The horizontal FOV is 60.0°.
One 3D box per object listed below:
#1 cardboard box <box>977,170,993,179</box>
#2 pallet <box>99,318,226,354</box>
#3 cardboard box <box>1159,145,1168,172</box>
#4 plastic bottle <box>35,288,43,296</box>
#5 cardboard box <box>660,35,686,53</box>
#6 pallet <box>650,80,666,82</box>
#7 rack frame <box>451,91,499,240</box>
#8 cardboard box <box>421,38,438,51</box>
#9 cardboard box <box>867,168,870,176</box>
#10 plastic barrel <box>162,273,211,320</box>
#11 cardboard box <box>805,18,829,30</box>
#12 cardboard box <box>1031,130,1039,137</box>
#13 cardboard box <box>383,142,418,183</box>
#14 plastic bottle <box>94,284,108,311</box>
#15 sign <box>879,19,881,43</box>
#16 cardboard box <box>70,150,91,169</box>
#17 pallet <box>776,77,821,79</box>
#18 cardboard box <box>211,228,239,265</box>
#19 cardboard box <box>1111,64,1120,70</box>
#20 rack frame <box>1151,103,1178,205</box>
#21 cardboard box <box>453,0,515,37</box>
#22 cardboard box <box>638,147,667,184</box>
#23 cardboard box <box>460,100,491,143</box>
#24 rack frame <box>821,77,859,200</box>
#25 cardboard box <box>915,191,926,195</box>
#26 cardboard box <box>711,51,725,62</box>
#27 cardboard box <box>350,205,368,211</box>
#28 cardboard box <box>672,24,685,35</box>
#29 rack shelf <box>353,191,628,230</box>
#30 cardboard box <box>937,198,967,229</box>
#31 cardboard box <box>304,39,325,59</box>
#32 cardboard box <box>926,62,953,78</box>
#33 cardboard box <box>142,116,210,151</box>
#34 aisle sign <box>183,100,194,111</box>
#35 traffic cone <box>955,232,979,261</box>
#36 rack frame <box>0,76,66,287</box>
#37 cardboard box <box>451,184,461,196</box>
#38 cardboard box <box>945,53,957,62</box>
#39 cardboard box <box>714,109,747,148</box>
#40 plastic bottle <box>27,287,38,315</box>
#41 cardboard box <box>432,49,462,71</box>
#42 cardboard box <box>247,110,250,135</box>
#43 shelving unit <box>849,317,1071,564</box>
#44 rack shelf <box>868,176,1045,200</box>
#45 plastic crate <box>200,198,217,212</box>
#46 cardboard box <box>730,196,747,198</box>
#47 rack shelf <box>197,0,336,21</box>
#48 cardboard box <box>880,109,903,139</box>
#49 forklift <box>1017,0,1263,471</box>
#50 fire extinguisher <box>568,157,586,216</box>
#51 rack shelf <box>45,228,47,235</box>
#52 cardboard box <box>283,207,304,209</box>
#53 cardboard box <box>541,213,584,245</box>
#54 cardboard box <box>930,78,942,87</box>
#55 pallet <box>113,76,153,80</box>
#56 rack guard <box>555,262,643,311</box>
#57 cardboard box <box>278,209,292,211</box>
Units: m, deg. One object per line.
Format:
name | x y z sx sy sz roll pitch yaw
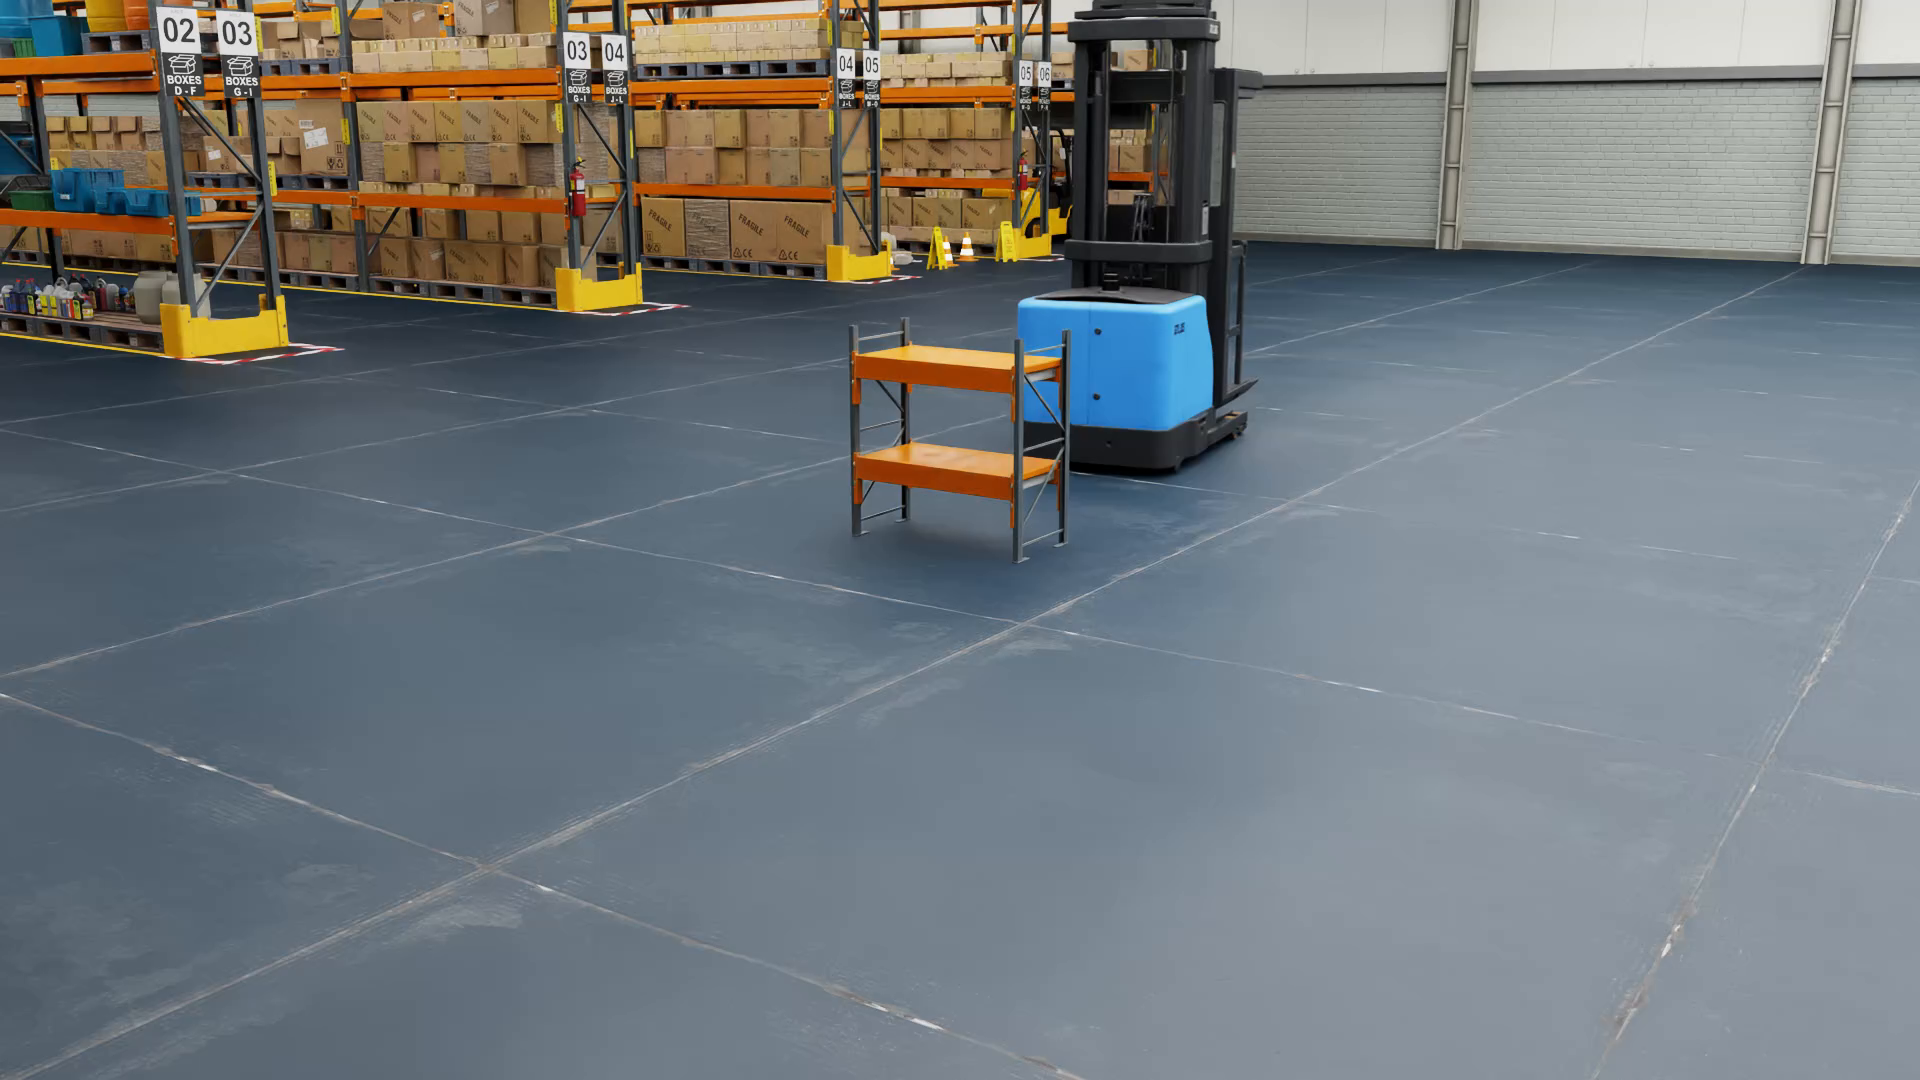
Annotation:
cardboard box | 0.492 -6.178 28.062 0.250 0.149 0.380 9 16 32
pallet | -7.862 -2.075 16.765 1.213 0.211 1.003 9 17 33
cardboard box | 3.705 -7.441 32.434 0.500 0.500 0.500 10 17 35
plastic bottle | -9.683 -2.514 17.501 0.097 0.271 0.097 0 14 0
cardboard box | -4.135 -7.408 24.875 0.500 0.250 0.500 9 17 32
pallet | -6.008 -8.794 32.256 1.003 0.211 1.213 10 17 35
rack frame | -8.123 -6.353 28.246 0.127 3.000 1.000 9 17 33
cardboard box | -6.455 -6.146 20.647 0.250 0.149 0.380 9 16 32
cardboard box | -1.567 -6.536 29.507 0.250 0.149 0.380 9 17 33
plastic barrel | -7.690 -2.387 16.525 0.421 0.512 0.421 0 14 0
cardboard box | -1.954 -7.231 23.332 0.250 0.149 0.380 9 17 33
cardboard box | 1.611 -8.080 33.042 0.250 0.149 0.380 9 16 32
cardboard box | -6.922 -4.888 21.498 0.500 0.500 0.875 9 17 33
plastic bottle | -9.224 -2.607 17.849 0.133 0.283 0.061 9 17 33
sign | -1.170 -7.309 23.880 0.005 0.325 0.100 9 17 33
cardboard box | -13.220 -5.717 25.467 0.500 0.500 0.500 9 16 32
pallet | -2.578 -8.286 30.203 1.003 0.211 1.213 9 17 33
cardboard box | -10.408 -4.292 24.206 0.500 0.500 0.700 8 16 30
cardboard box | 2.893 -8.999 31.888 0.258 0.266 0.396 9 17 33
rack frame | 3.961 -7.271 31.953 0.127 3.000 1.000 9 17 33
cardboard box | -5.764 -6.354 20.139 0.500 0.500 0.500 9 17 33
cardboard box | -4.491 -5.842 25.870 0.550 0.550 0.875 9 17 33
cardboard box | -5.763 -5.141 20.441 0.500 0.500 0.500 9 17 33
rack frame | -2.125 -6.817 30.120 0.127 3.000 1.000 9 17 33
cardboard box | -0.437 -7.032 35.056 0.625 0.625 0.875 9 17 32
cardboard box | -3.430 -7.083 24.391 0.250 0.149 0.380 9 17 34
cardboard box | -10.533 -6.021 29.673 0.500 0.250 0.500 10 17 34
cardboard box | -4.059 -7.572 24.707 0.250 0.149 0.380 9 16 32
rack shelf | -5.997 -4.224 21.141 4.000 0.370 1.077 9 17 33
cardboard box | -0.052 -5.639 28.647 0.500 0.500 0.500 10 17 35
cardboard box | -8.492 -6.542 22.172 0.258 0.266 0.396 10 17 35
cardboard box | -0.231 -7.960 28.186 0.500 0.250 0.500 10 17 34
cardboard box | -11.573 -6.015 24.582 0.637 0.503 0.797 10 17 35
aisle sign | -14.989 -8.638 32.065 0.004 0.787 0.394 9 17 33
traffic cone | 0.117 -4.850 27.452 0.334 0.463 0.336 9 17 33
rack frame | -10.420 -3.854 18.149 0.127 3.000 1.000 9 17 33
cardboard box | -6.161 -4.408 20.909 0.250 0.149 0.380 9 17 33
cardboard box | -0.047 -8.140 28.084 0.250 0.149 0.380 9 17 33
cardboard box | -3.180 -6.138 24.815 0.500 0.550 0.875 9 17 33
plastic bottle | -9.712 -2.502 17.426 0.133 0.283 0.061 10 17 35
cardboard box | -6.136 -5.905 20.506 0.500 0.250 0.500 9 16 32
cardboard box | -12.832 -7.717 30.846 0.500 0.500 0.500 10 17 34
shelving unit | -0.006 -0.547 8.692 1.048 1.125 0.538 9 17 33
rack shelf | -0.466 -6.200 29.123 4.000 0.370 1.077 9 17 33
plastic crate | -7.664 -3.374 16.758 0.250 0.136 0.298 9 17 33
cardboard box | -4.862 -7.624 37.707 0.500 0.500 0.500 9 16 31
rack shelf | -13.102 -9.719 30.862 4.000 0.370 1.077 9 17 33
cardboard box | -1.068 -7.248 28.951 0.500 0.500 0.700 9 16 32
forklift | 1.408 -2.168 11.481 1.130 2.935 3.031 6 15 23
fire extinguisher | -4.499 -4.160 19.547 0.183 0.674 0.296 9 17 33
rack shelf | -12.080 -3.773 19.319 4.000 0.370 1.077 9 17 33
cardboard box | -12.712 -6.260 31.689 0.250 0.149 0.380 8 16 31
cardboard box | -6.168 -5.124 27.088 0.750 0.750 1.050 9 17 33
cardboard box | -0.305 -7.784 28.307 0.250 0.149 0.380 9 16 31
pallet | -11.539 -6.818 24.274 1.003 0.211 1.213 10 17 35
rack guard | -4.400 -3.102 20.313 0.348 0.500 1.175 9 17 33
cardboard box | -12.499 -6.103 31.055 0.250 0.149 0.380 10 17 35
